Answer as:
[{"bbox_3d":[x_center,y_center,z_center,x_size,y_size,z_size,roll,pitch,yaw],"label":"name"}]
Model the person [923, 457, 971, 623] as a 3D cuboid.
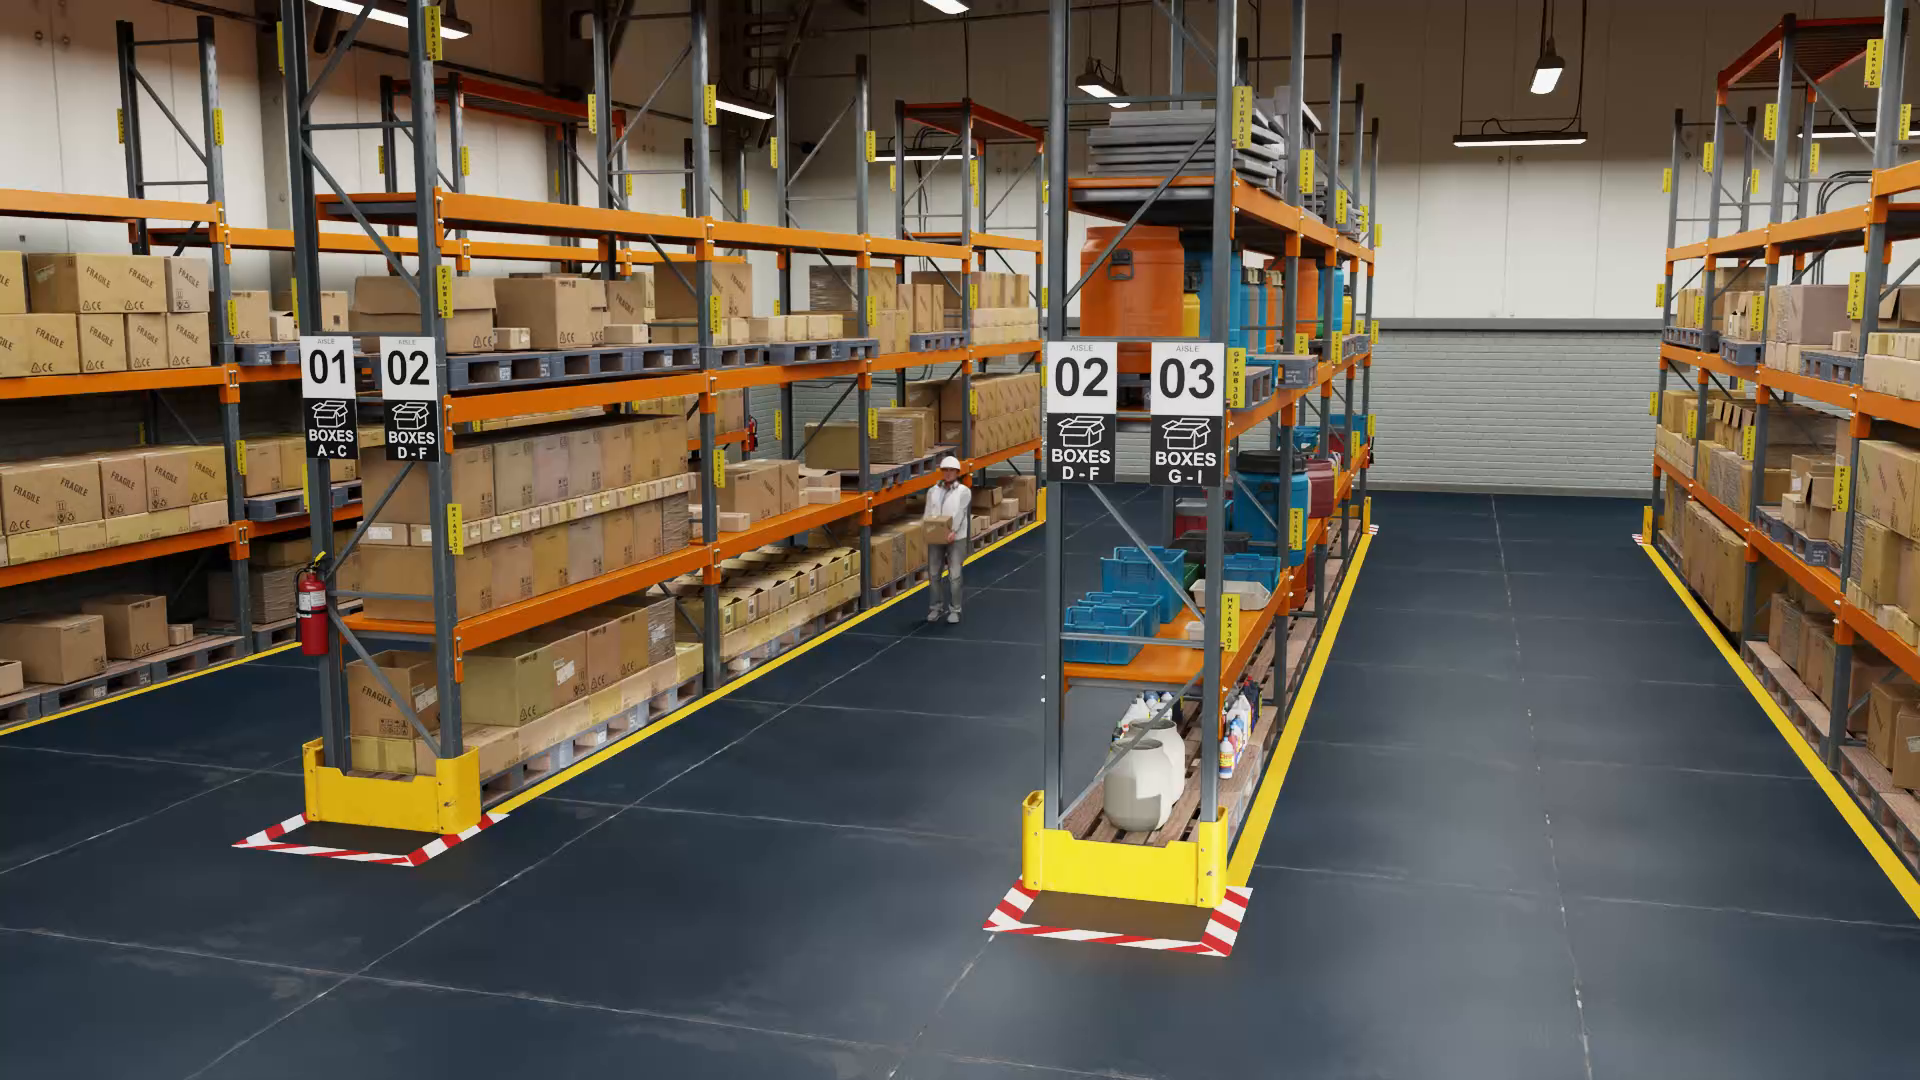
[{"bbox_3d":[-0.152,0.000,17.770,0.494,1.763,0.549,3,9,18],"label":"person"}]
